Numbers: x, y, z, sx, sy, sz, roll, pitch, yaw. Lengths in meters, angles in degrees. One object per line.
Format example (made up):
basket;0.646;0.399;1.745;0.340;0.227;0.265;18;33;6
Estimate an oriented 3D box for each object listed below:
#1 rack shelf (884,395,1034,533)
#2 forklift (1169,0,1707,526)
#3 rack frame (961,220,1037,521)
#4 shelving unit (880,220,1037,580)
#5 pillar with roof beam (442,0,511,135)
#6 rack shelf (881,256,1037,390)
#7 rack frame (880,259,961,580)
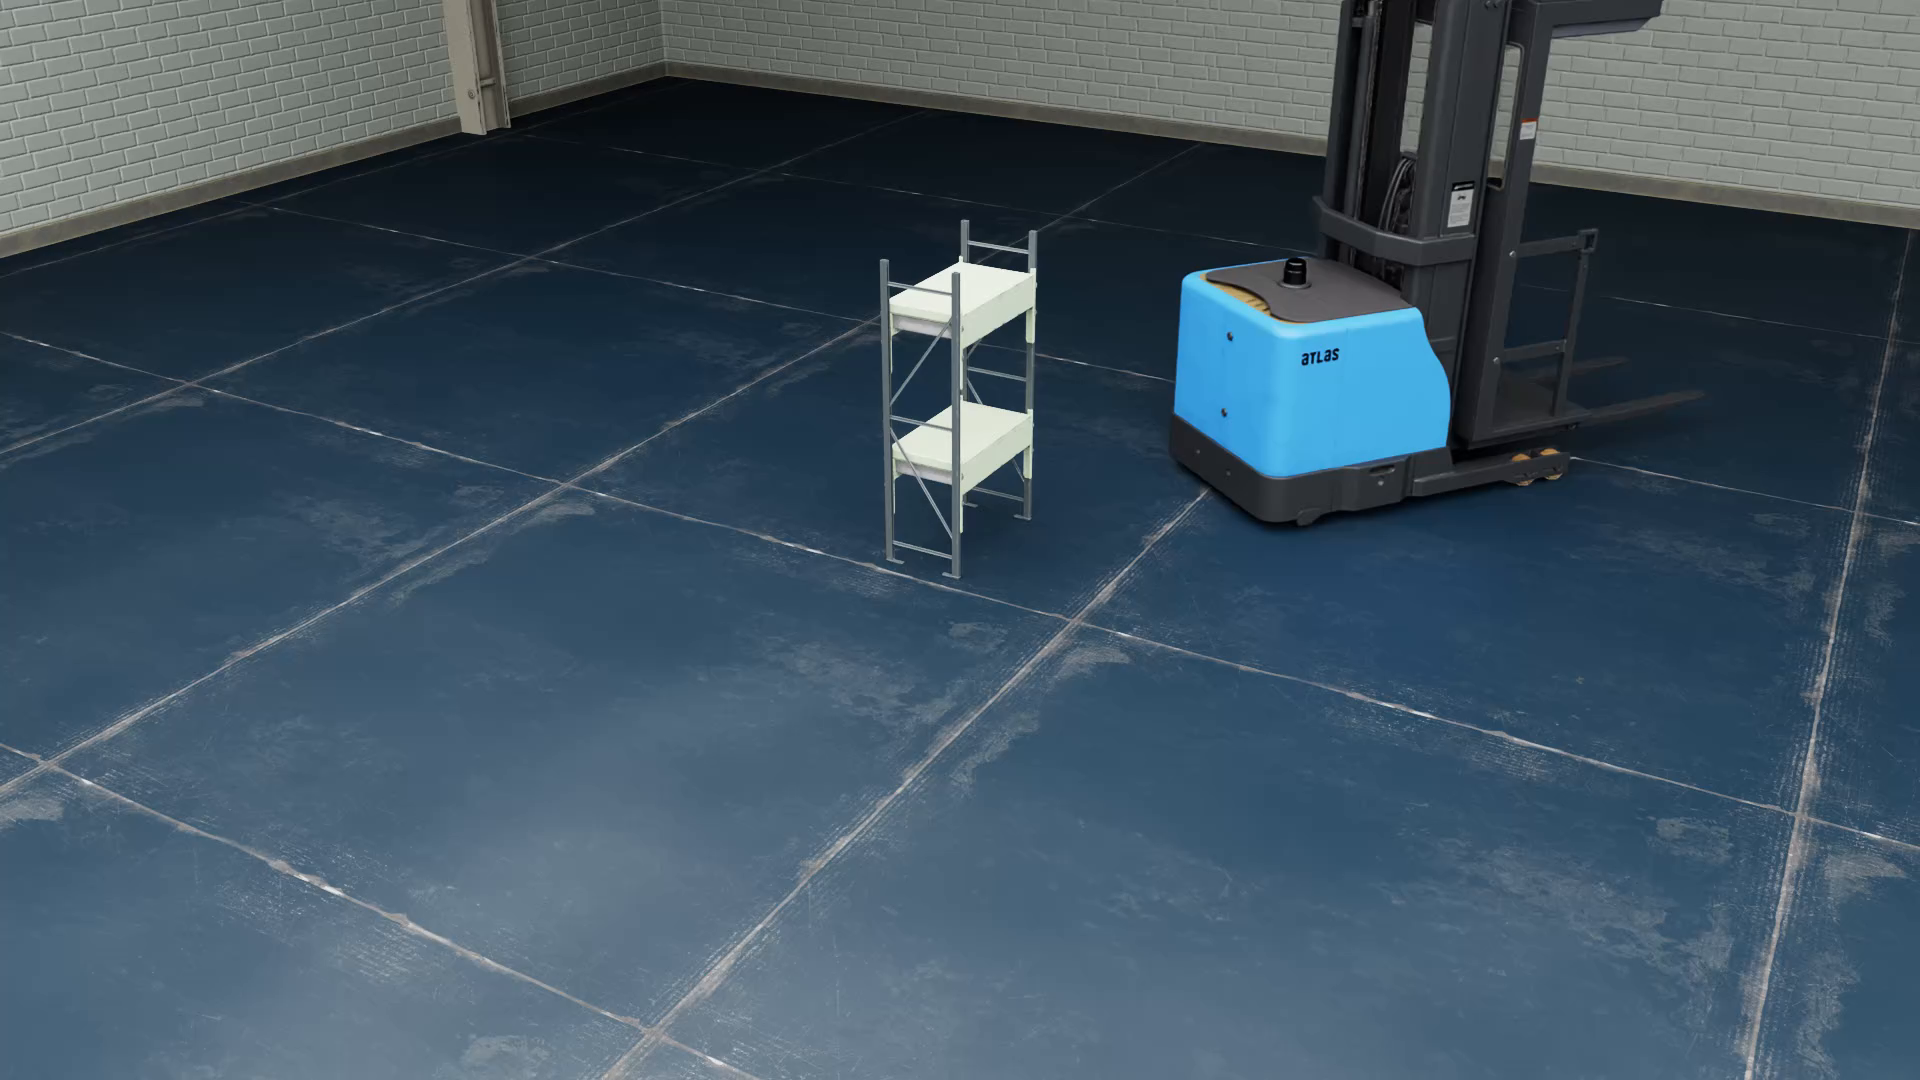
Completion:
rack shelf;0.003;-0.382;8.065;0.431;0.370;0.720;14;30;26
forklift;2.700;-1.801;8.573;3.031;2.935;1.130;-11;29;-21
rack frame;0.183;-0.816;8.204;0.400;1.500;0.023;14;30;26
shelving unit;0.003;-0.673;7.919;0.431;1.500;0.755;14;30;26
pillar with roof beam;-0.898;-7.099;12.379;9.100;9.000;0.400;14;30;26
rack shelf;0.003;-1.022;7.745;0.431;0.370;0.720;14;30;26
rack frame;-0.177;-0.531;7.635;0.400;1.500;0.023;14;30;26
